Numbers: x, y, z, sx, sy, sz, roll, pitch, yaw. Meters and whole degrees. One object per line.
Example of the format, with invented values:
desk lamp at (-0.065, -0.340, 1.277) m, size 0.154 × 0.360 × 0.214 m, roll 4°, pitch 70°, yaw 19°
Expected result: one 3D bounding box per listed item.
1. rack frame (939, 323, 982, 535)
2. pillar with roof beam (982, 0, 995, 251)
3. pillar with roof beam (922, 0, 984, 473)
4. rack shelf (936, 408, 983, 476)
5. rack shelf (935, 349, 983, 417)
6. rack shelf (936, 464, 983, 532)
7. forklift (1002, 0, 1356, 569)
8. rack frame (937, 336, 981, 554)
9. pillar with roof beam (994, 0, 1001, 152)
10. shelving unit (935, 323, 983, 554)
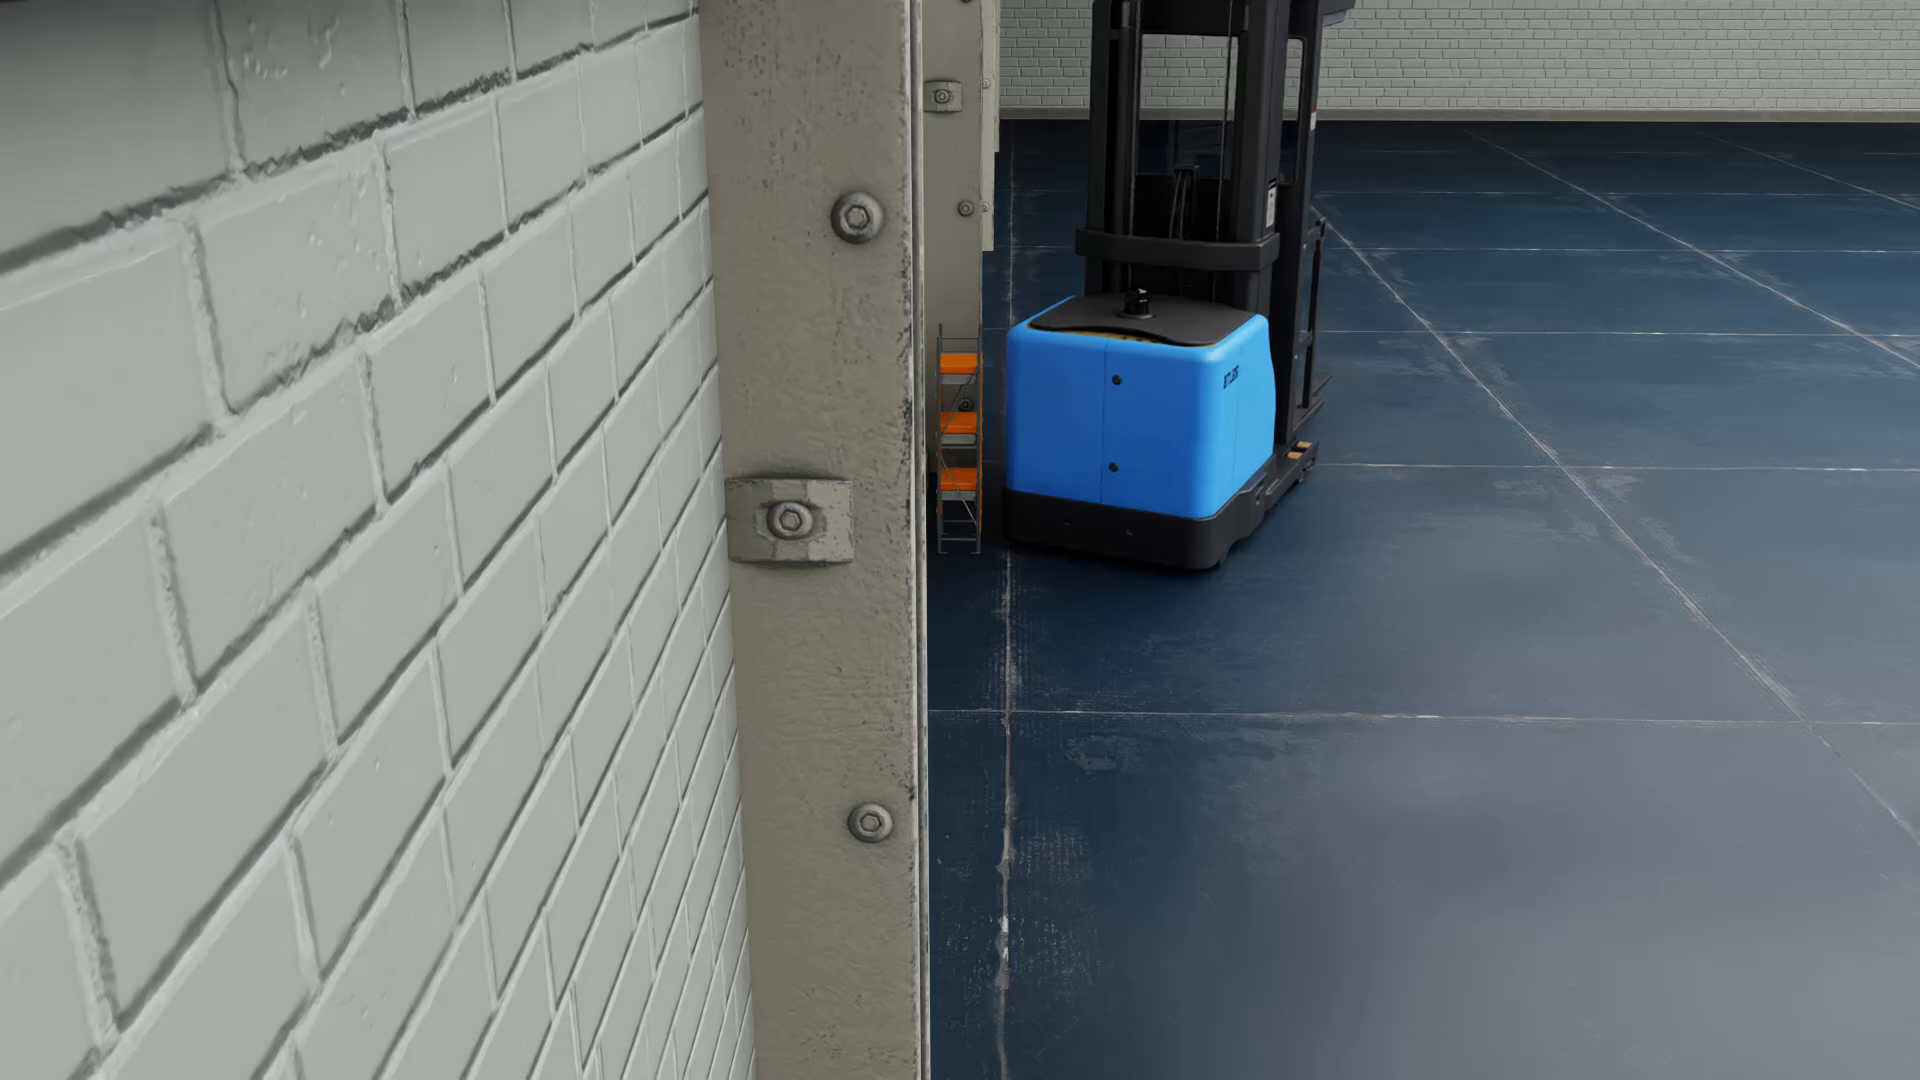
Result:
rack frame at (0.002, -0.514, 7.903) m, size 0.200 × 1.050 × 0.008 m, roll 1°, pitch 21°, yaw 2°
pillar with roof beam at (4.444, -6.752, 12.991) m, size 9.100 × 9.000 × 0.400 m, roll 1°, pitch 21°, yaw 2°
pillar with roof beam at (4.262, -4.583, 7.399) m, size 9.100 × 9.000 × 0.400 m, roll 1°, pitch 21°, yaw 2°
rack shelf at (-0.002, -0.460, 7.793) m, size 0.215 × 0.259 × 0.240 m, roll 1°, pitch 21°, yaw 2°
rack shelf at (-0.002, -0.725, 7.690) m, size 0.215 × 0.259 × 0.240 m, roll 1°, pitch 21°, yaw 2°
rack shelf at (-0.002, -0.201, 7.894) m, size 0.215 × 0.259 × 0.240 m, roll 1°, pitch 21°, yaw 2°
forklift at (1.287, -1.730, 8.435) m, size 1.130 × 2.935 × 3.031 m, roll 10°, pitch 23°, yaw 24°
rack frame at (-0.005, -0.426, 7.675) m, size 0.200 × 1.050 × 0.008 m, roll 1°, pitch 21°, yaw 2°
pillar with roof beam at (4.627, -8.921, 18.582) m, size 9.100 × 9.000 × 0.400 m, roll 1°, pitch 21°, yaw 2°
shelving unit at (-0.002, -0.470, 7.789) m, size 0.215 × 1.050 × 0.252 m, roll 1°, pitch 21°, yaw 2°
